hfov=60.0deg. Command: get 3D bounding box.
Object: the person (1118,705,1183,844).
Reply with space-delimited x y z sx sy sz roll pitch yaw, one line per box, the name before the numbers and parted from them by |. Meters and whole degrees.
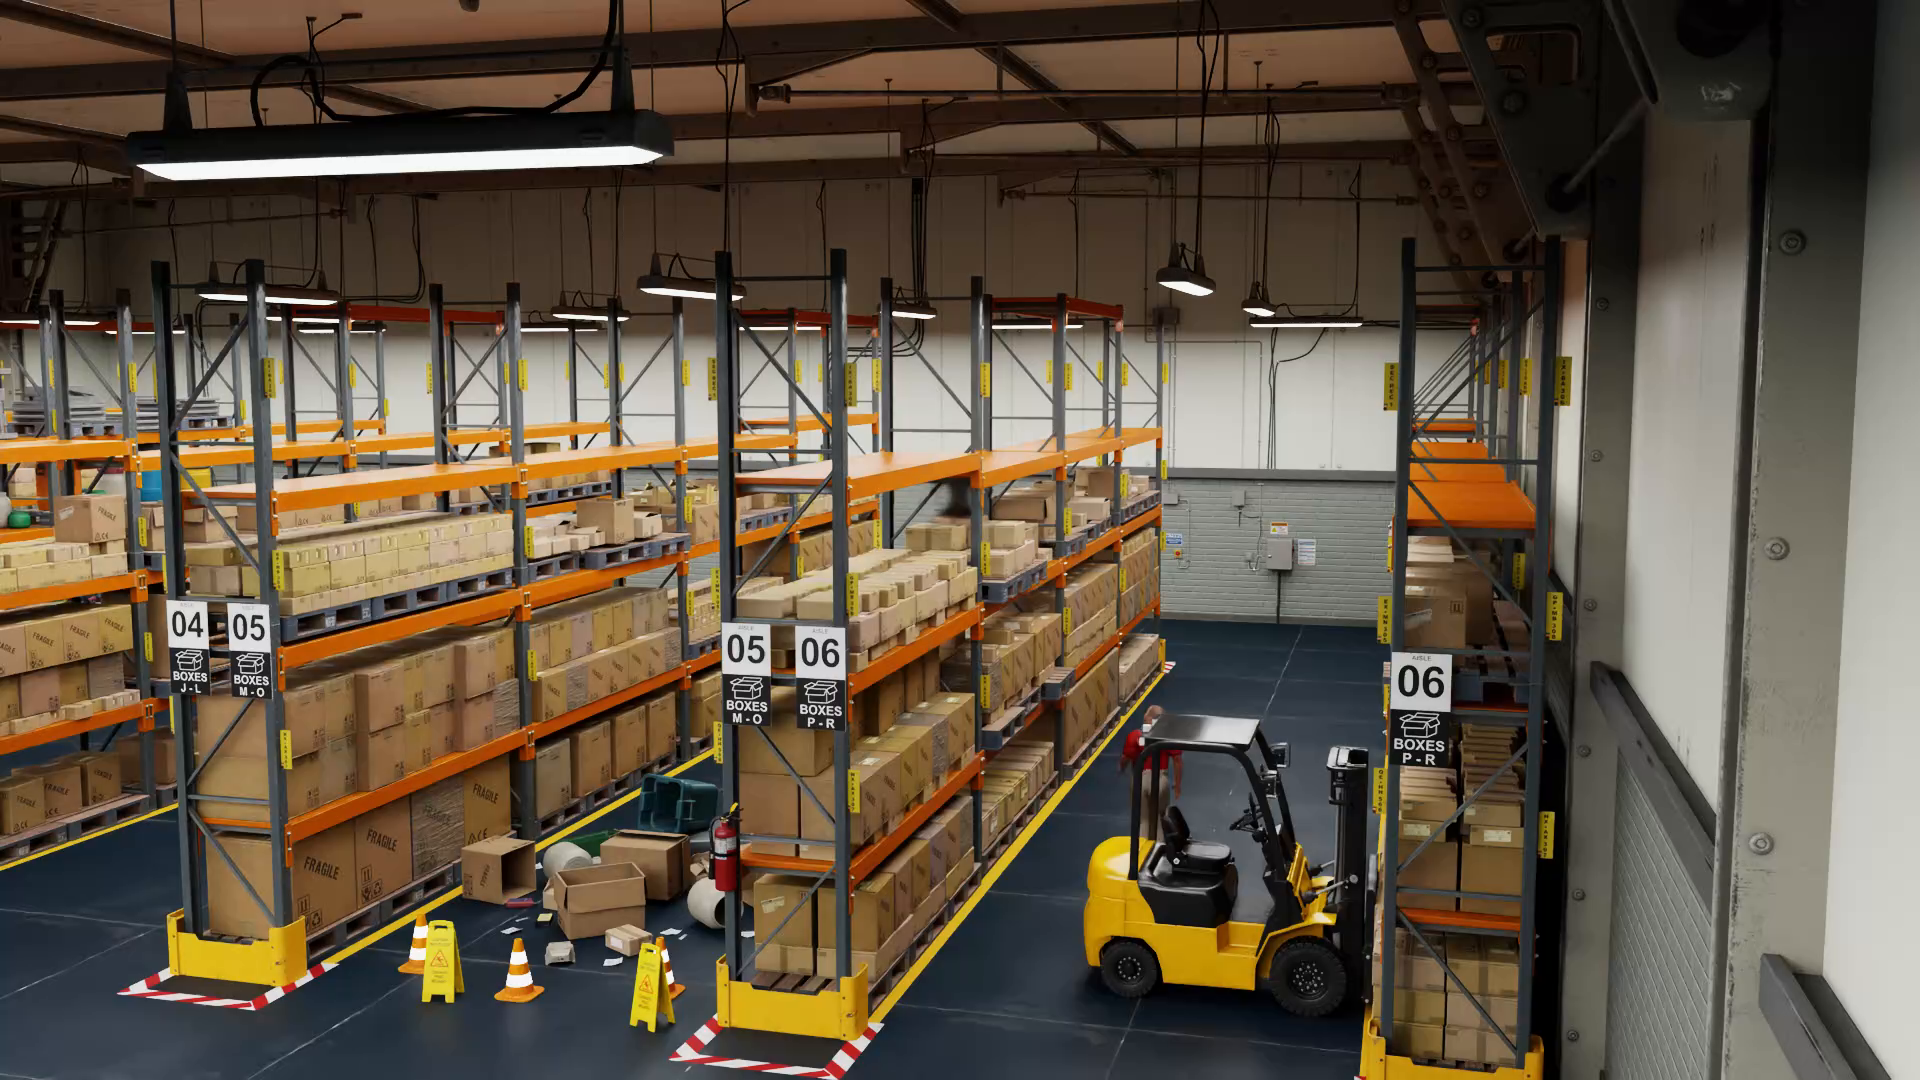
person | 1.935 2.560 17.087 0.695 1.759 0.636 1 6 13
